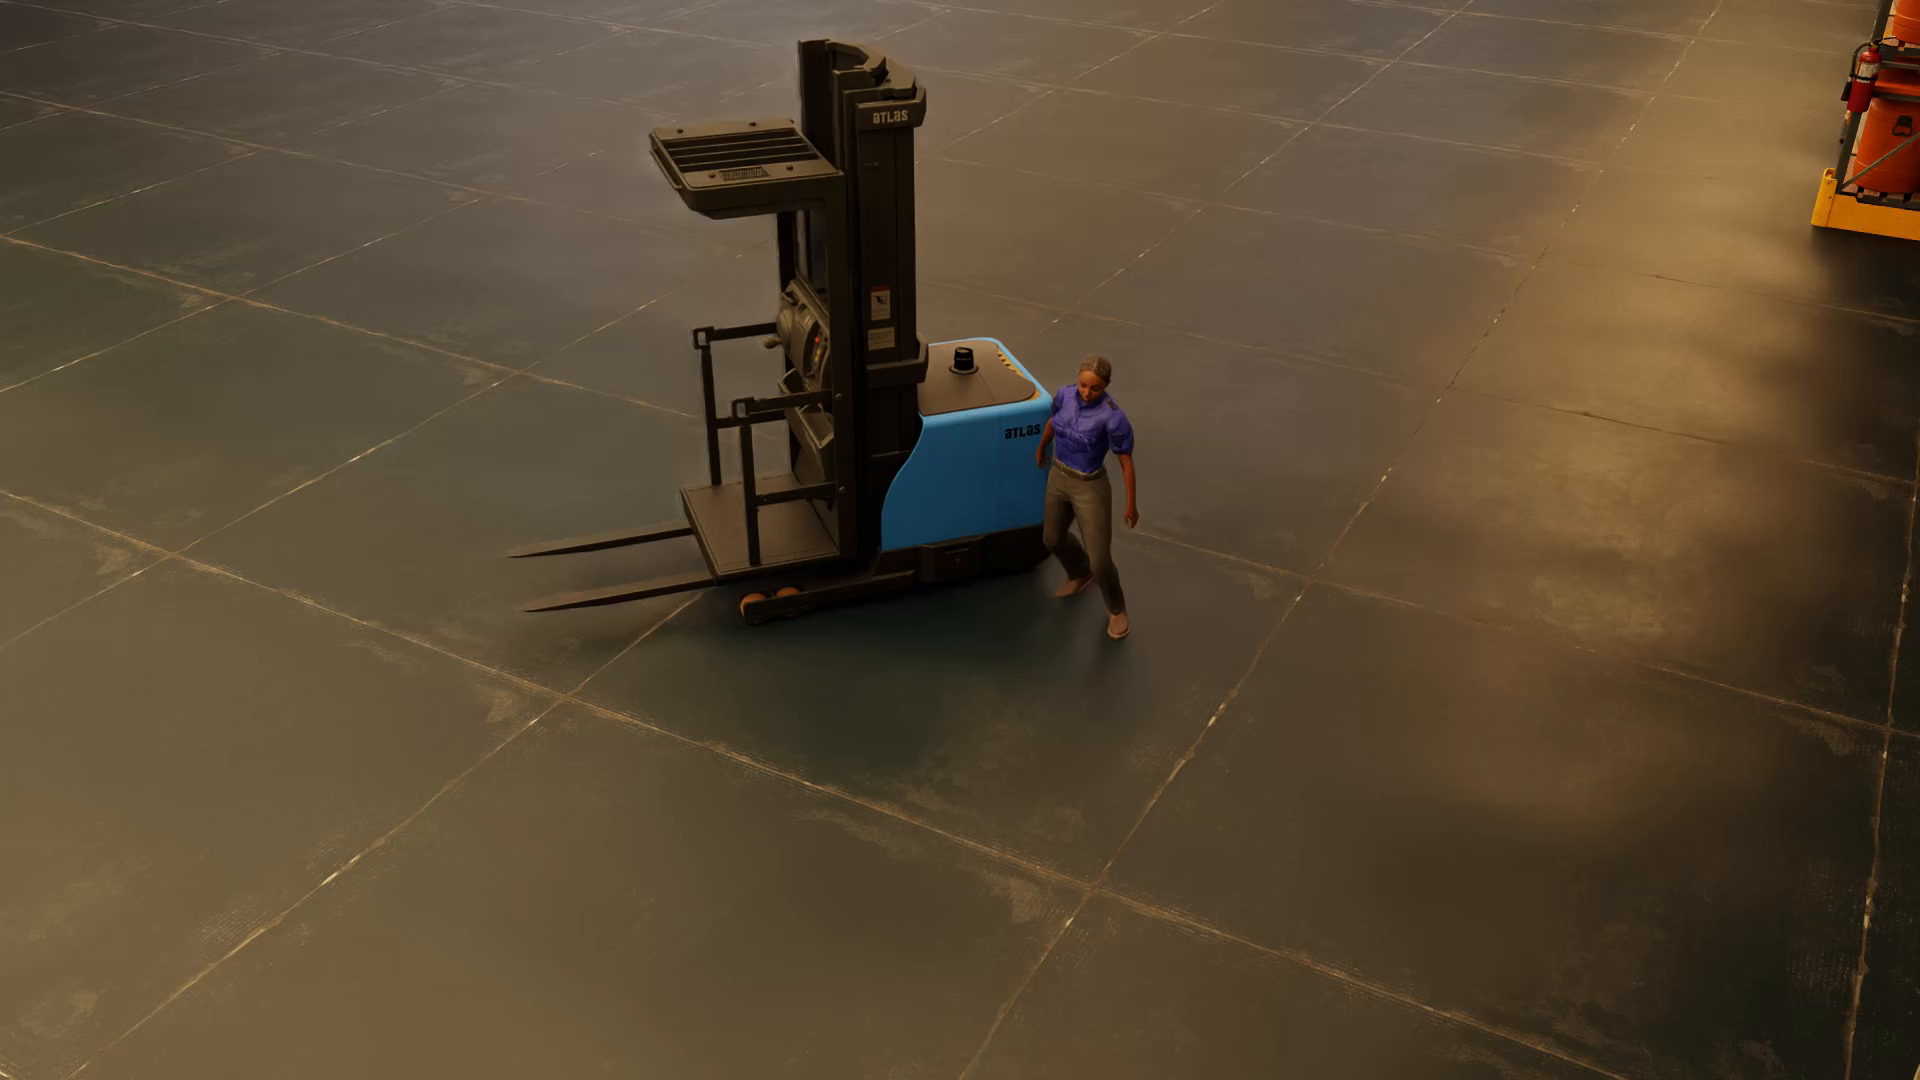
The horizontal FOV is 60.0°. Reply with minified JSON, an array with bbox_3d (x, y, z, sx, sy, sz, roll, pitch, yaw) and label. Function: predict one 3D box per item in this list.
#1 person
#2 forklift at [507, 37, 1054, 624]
[{"bbox_3d":[0.688,-0.308,9.000,0.465,1.635,0.804,-25,38,-37],"label":"person"},{"bbox_3d":[-1.031,-1.103,8.982,3.031,2.935,1.130,-10,31,-17],"label":"forklift"}]
